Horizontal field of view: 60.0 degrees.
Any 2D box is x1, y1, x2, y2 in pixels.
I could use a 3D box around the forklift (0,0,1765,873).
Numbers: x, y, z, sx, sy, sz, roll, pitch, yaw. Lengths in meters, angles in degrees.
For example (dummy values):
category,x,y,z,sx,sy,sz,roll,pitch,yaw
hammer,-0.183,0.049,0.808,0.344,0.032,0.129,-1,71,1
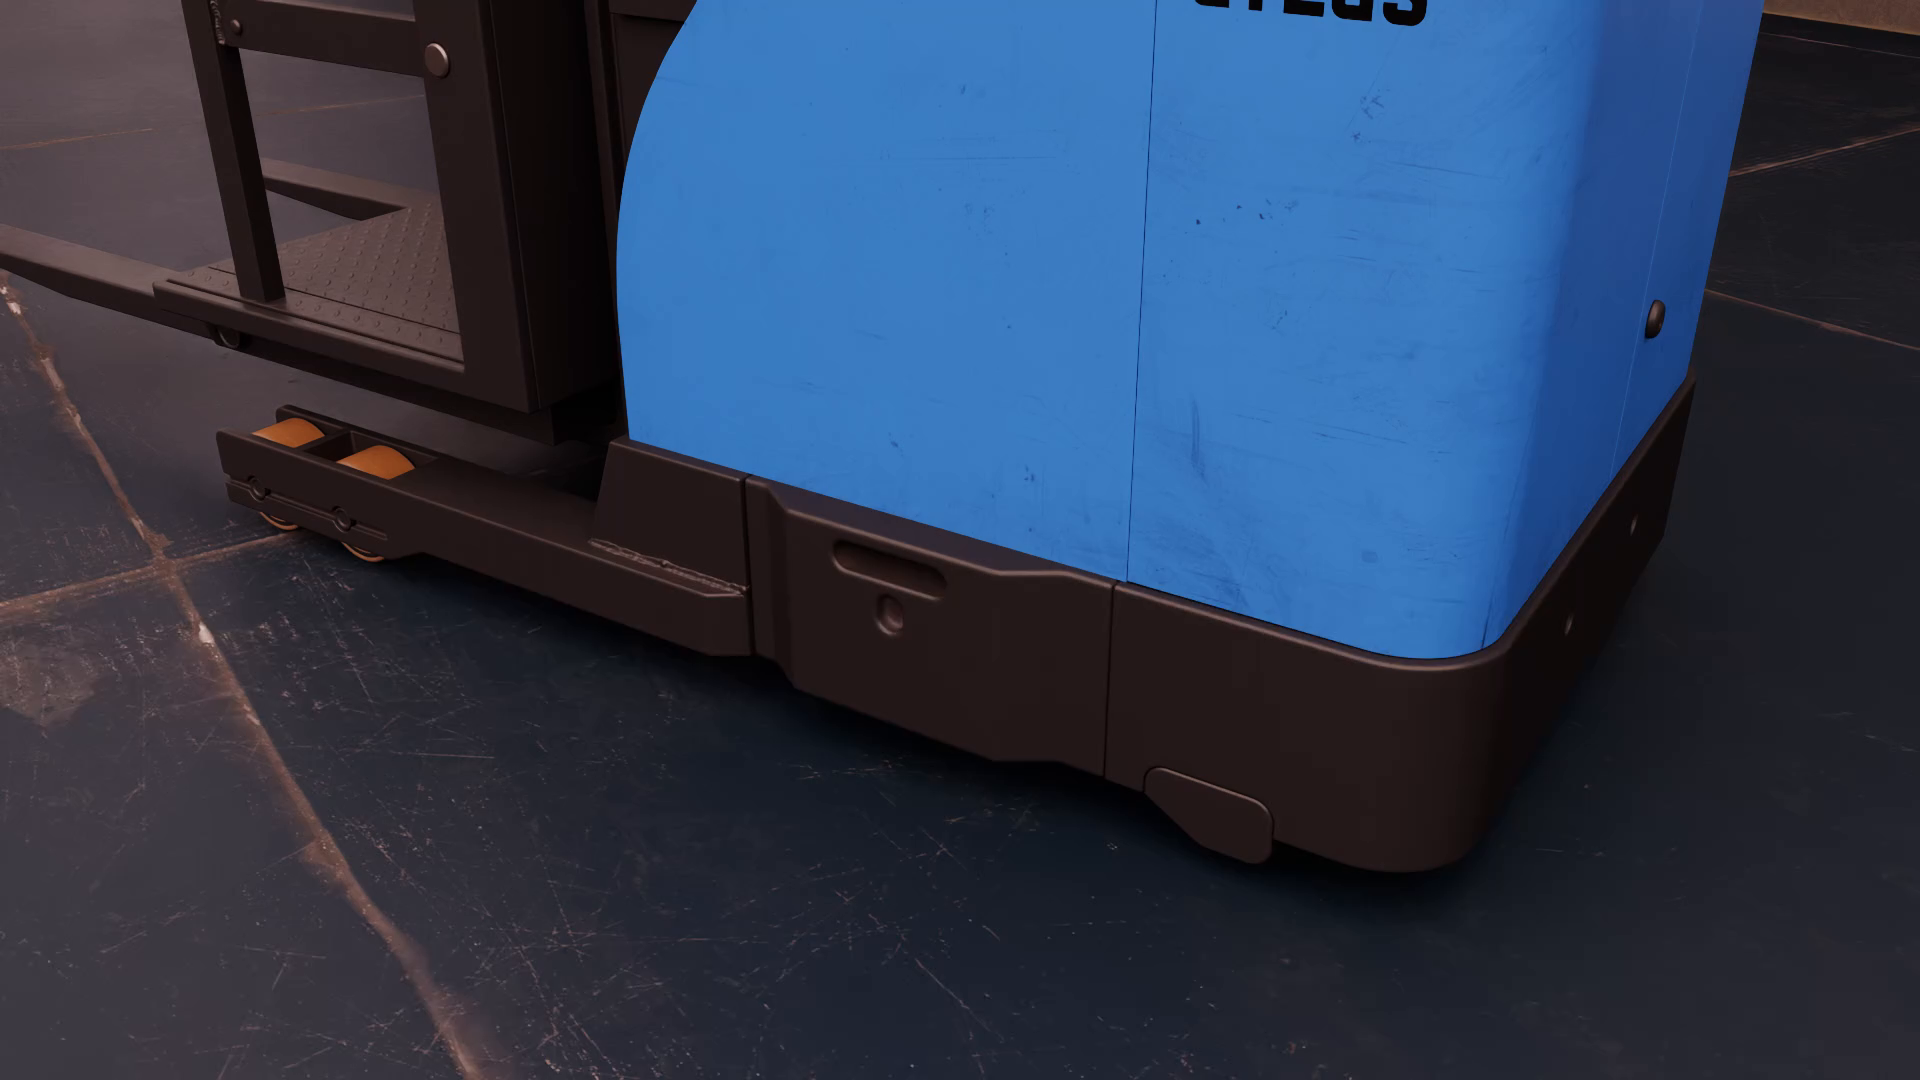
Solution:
category,x,y,z,sx,sy,sz,roll,pitch,yaw
forklift,-0.511,-1.459,2.139,3.031,2.935,1.130,16,31,29
